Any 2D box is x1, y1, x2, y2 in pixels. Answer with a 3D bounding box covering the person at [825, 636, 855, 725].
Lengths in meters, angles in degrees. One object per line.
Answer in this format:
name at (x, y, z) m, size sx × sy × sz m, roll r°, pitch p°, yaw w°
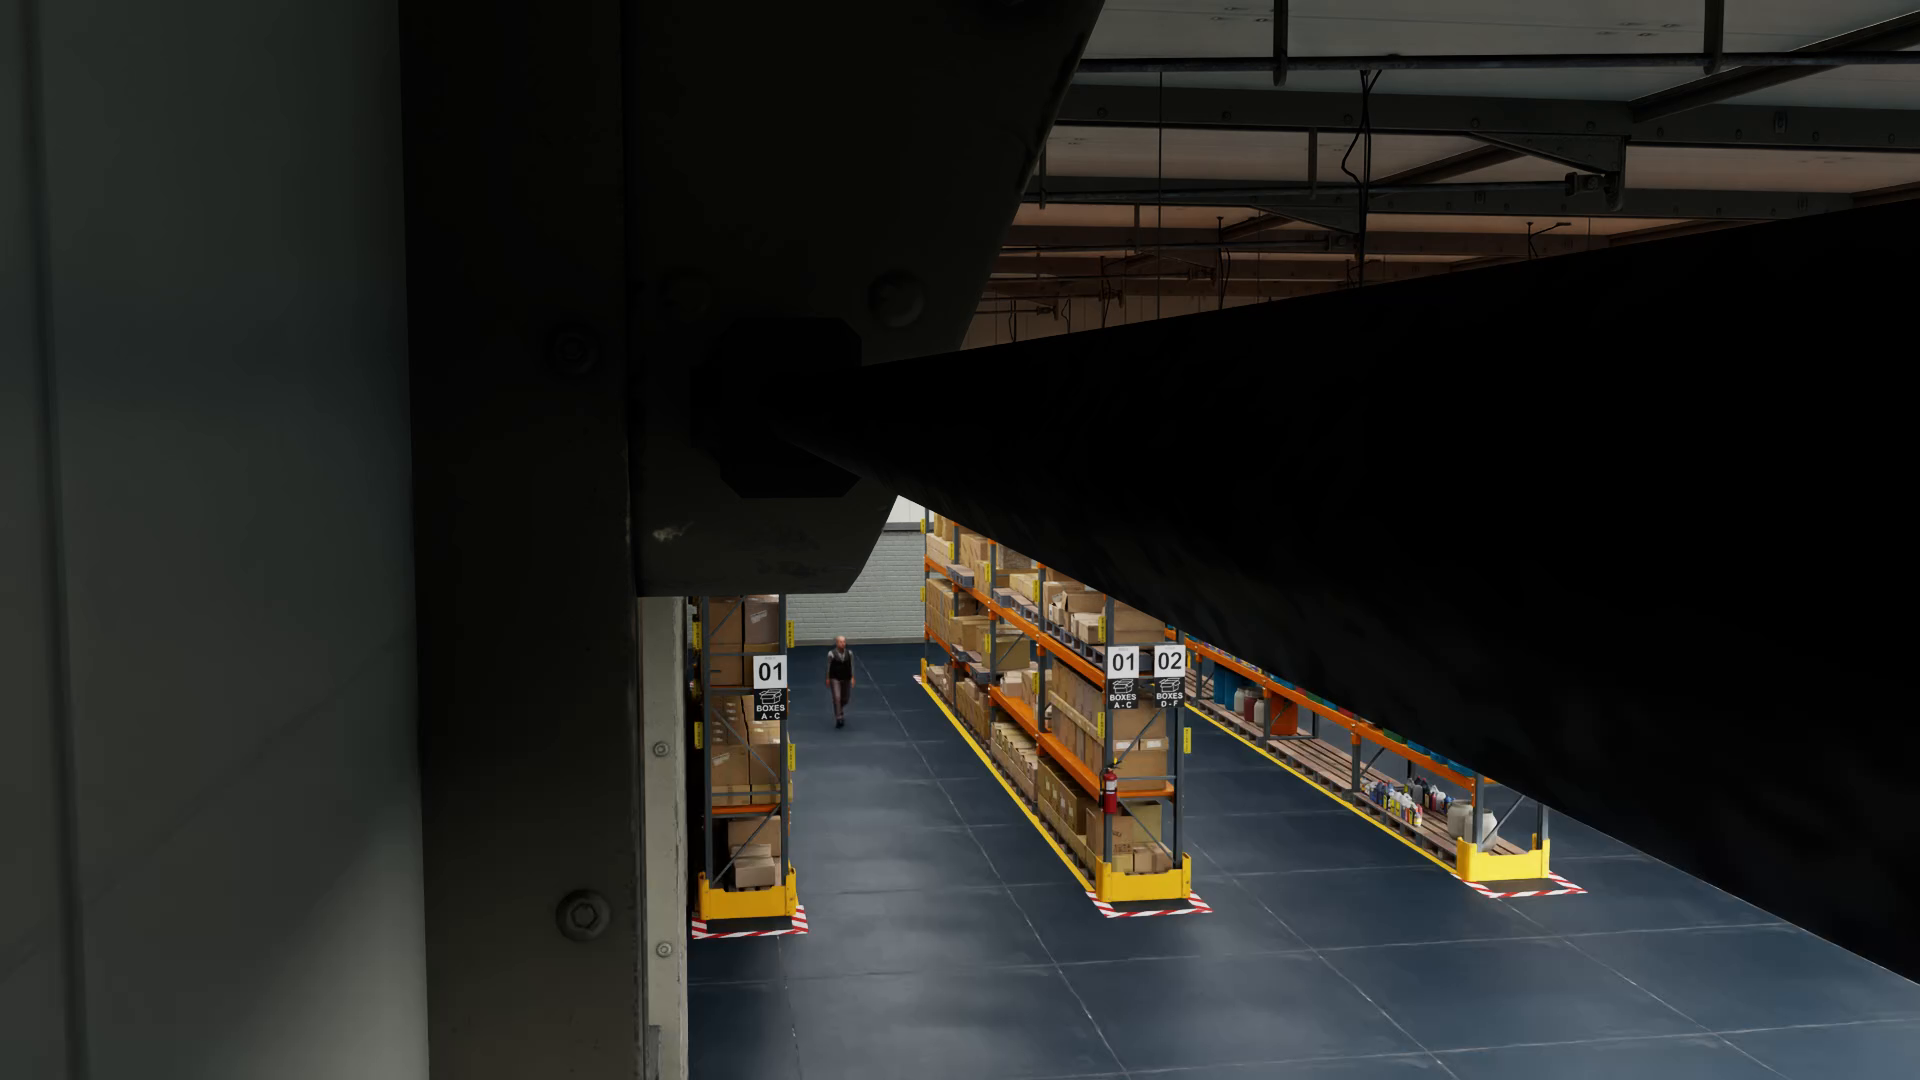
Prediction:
person at (-2.311, 2.680, 32.053) m, size 0.554 × 1.668 × 1.020 m, roll -2°, pitch 6°, yaw -26°
